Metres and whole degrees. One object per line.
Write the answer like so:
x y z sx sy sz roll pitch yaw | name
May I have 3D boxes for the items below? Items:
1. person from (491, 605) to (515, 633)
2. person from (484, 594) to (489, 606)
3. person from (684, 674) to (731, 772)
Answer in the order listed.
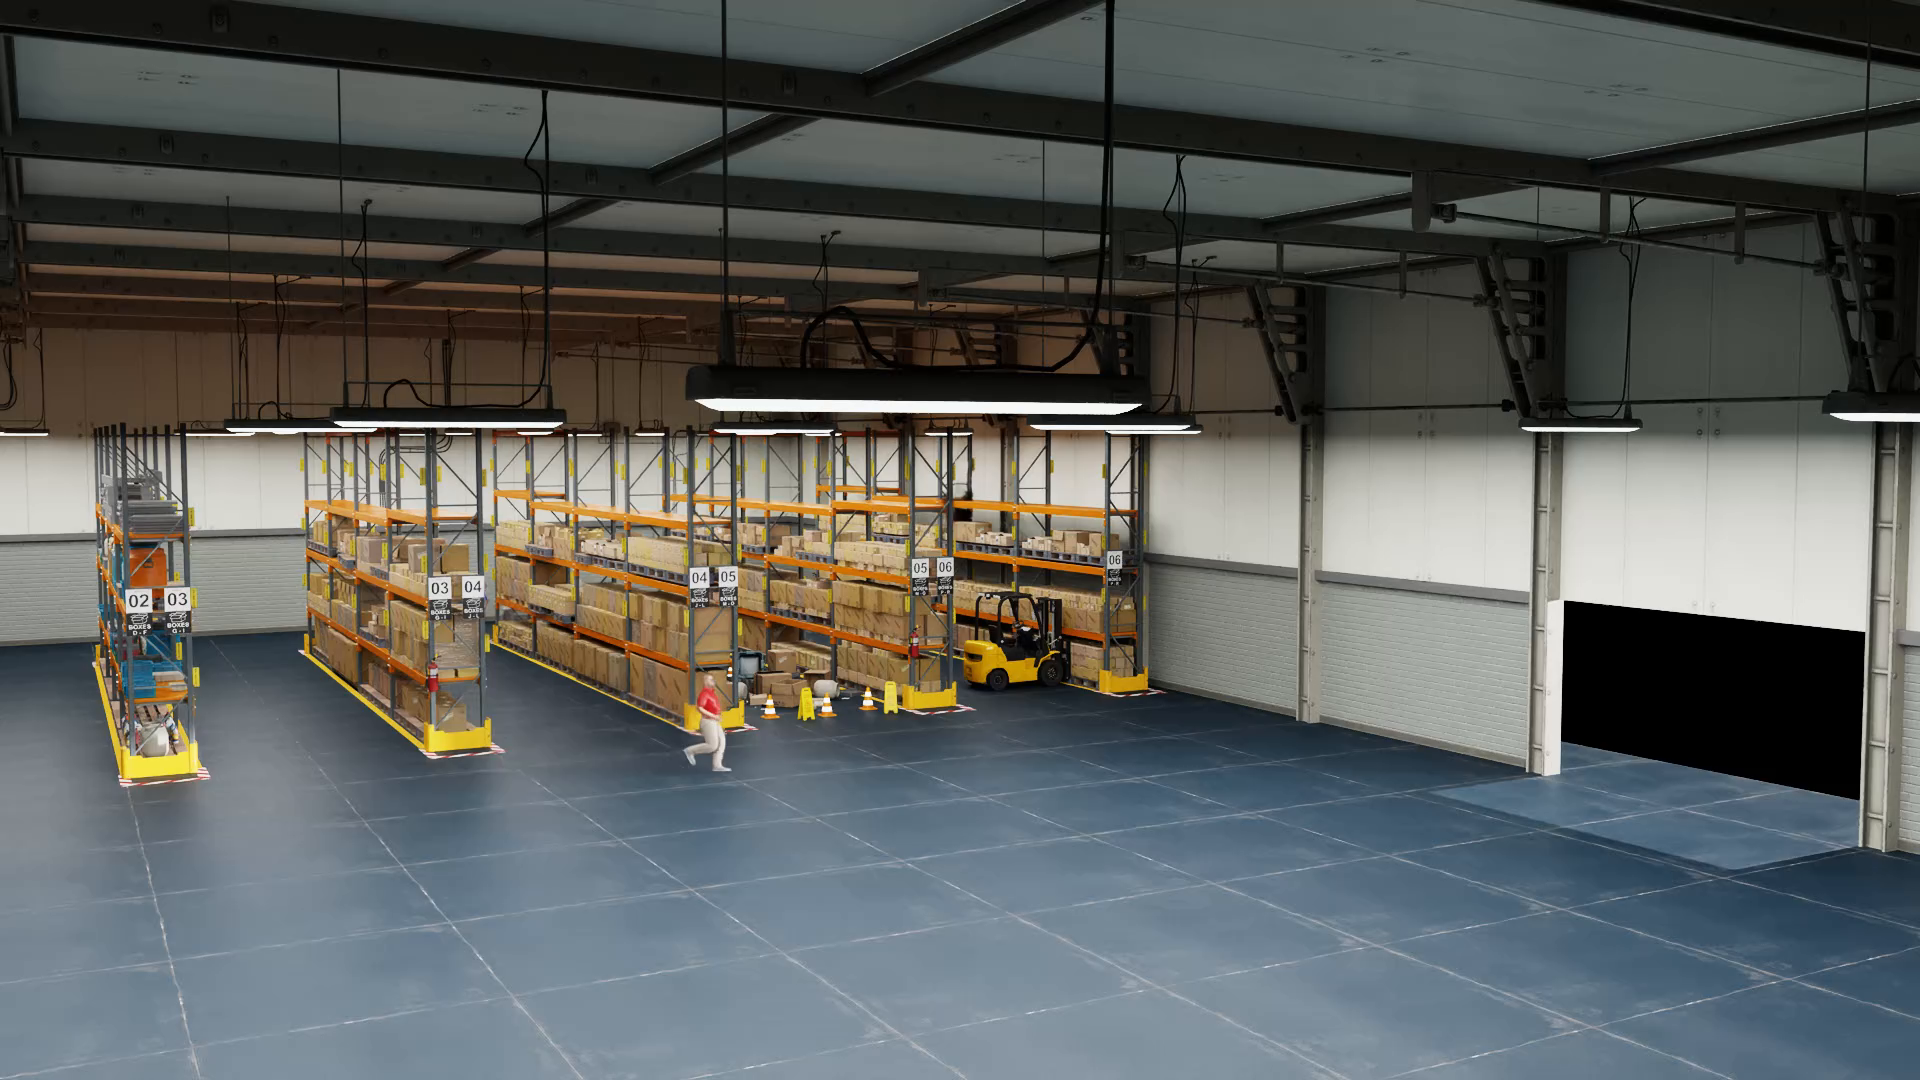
-13.195 1.947 48.311 1.105 1.639 0.726 0 3 3 | person
-13.799 2.028 47.351 0.643 1.638 0.874 2 4 35 | person
-4.324 3.148 28.554 0.798 1.689 0.663 0 3 5 | person
